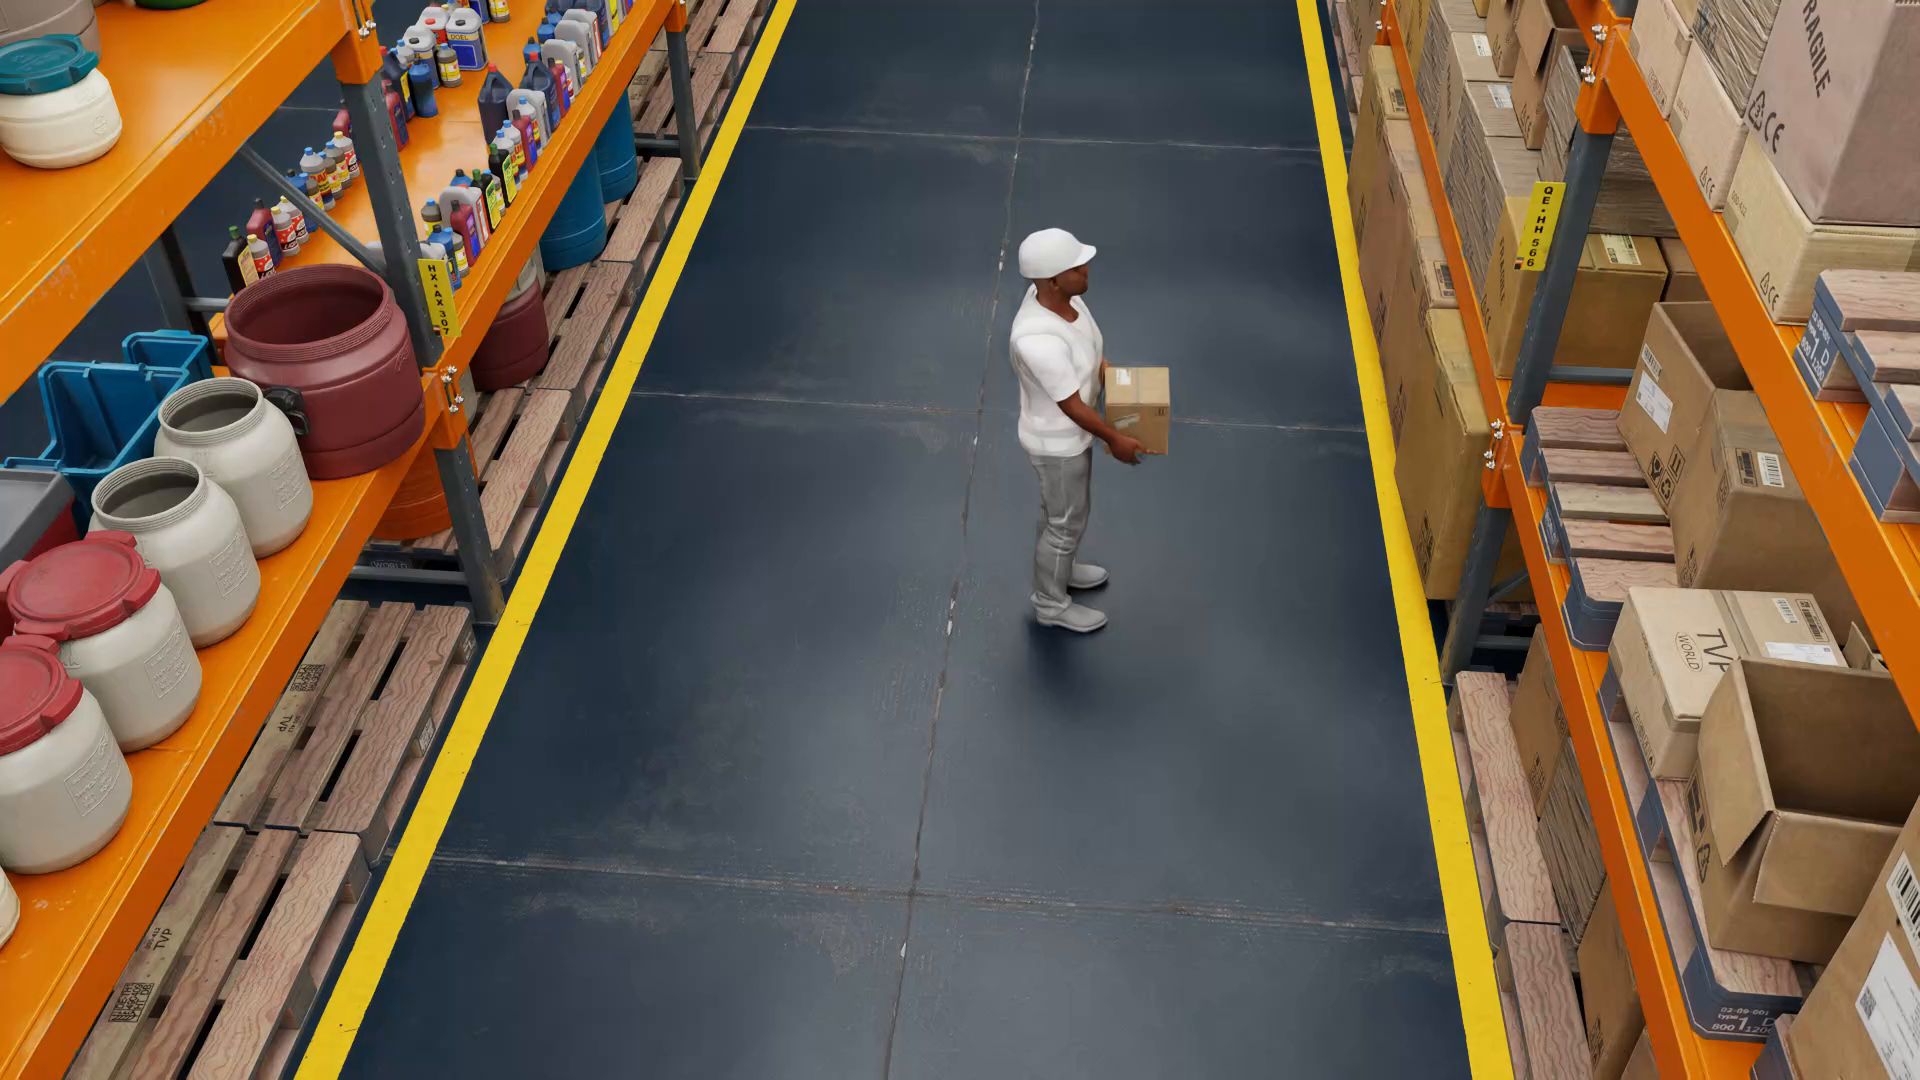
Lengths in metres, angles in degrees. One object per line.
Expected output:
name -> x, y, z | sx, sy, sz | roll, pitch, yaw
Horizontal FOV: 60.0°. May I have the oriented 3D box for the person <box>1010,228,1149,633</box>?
person -> 0.488, -0.433, 6.655 | 0.566, 1.770, 0.520 | 6, 40, 8
